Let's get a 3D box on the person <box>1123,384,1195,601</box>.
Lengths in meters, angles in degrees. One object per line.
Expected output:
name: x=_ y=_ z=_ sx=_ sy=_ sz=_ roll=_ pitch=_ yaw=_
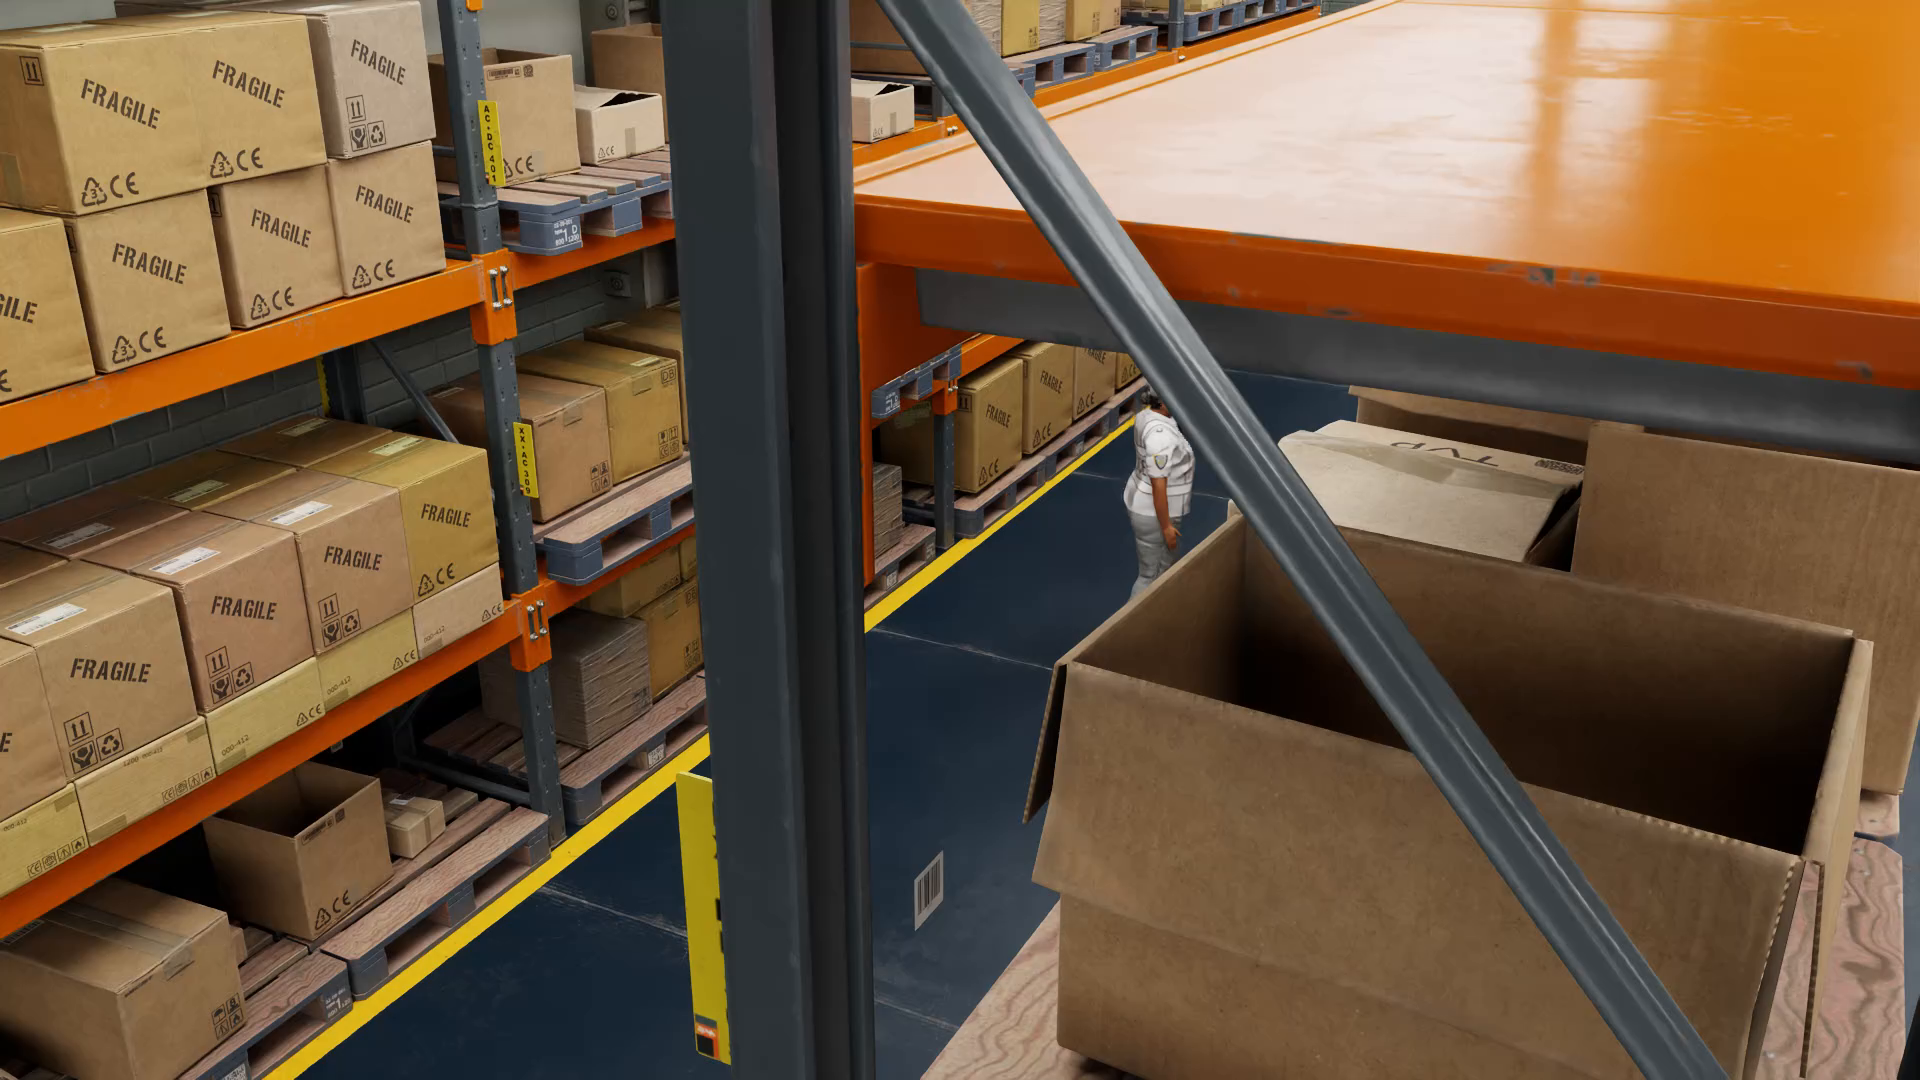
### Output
person: x=1.205 y=-0.161 z=9.456 sx=0.538 sy=1.663 sz=0.504 roll=-1 pitch=23 yaw=-3
